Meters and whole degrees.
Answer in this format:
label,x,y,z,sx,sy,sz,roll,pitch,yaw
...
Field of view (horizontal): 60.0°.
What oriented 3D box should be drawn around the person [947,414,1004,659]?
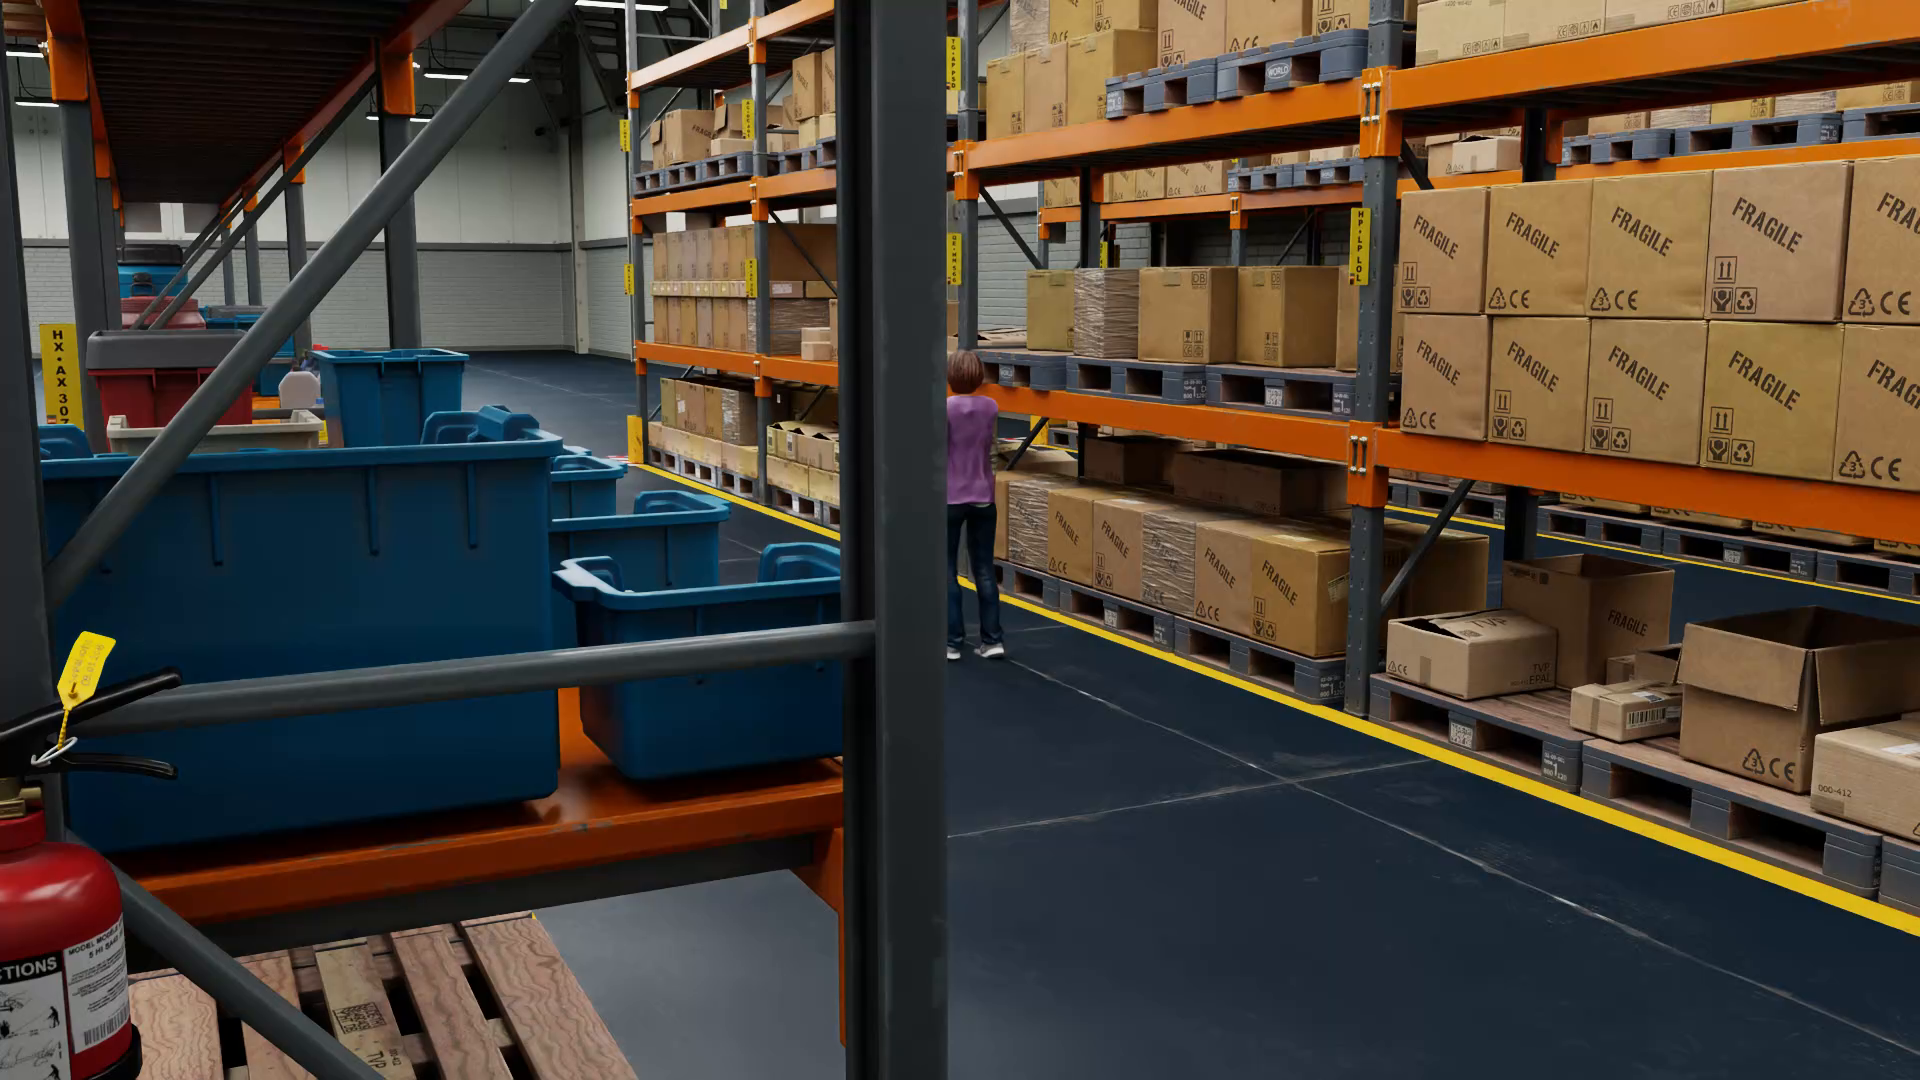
label,x,y,z,sx,sy,sz,roll,pitch,yaw
person,0.002,-0.035,8.569,0.407,1.383,0.330,-4,10,-25
